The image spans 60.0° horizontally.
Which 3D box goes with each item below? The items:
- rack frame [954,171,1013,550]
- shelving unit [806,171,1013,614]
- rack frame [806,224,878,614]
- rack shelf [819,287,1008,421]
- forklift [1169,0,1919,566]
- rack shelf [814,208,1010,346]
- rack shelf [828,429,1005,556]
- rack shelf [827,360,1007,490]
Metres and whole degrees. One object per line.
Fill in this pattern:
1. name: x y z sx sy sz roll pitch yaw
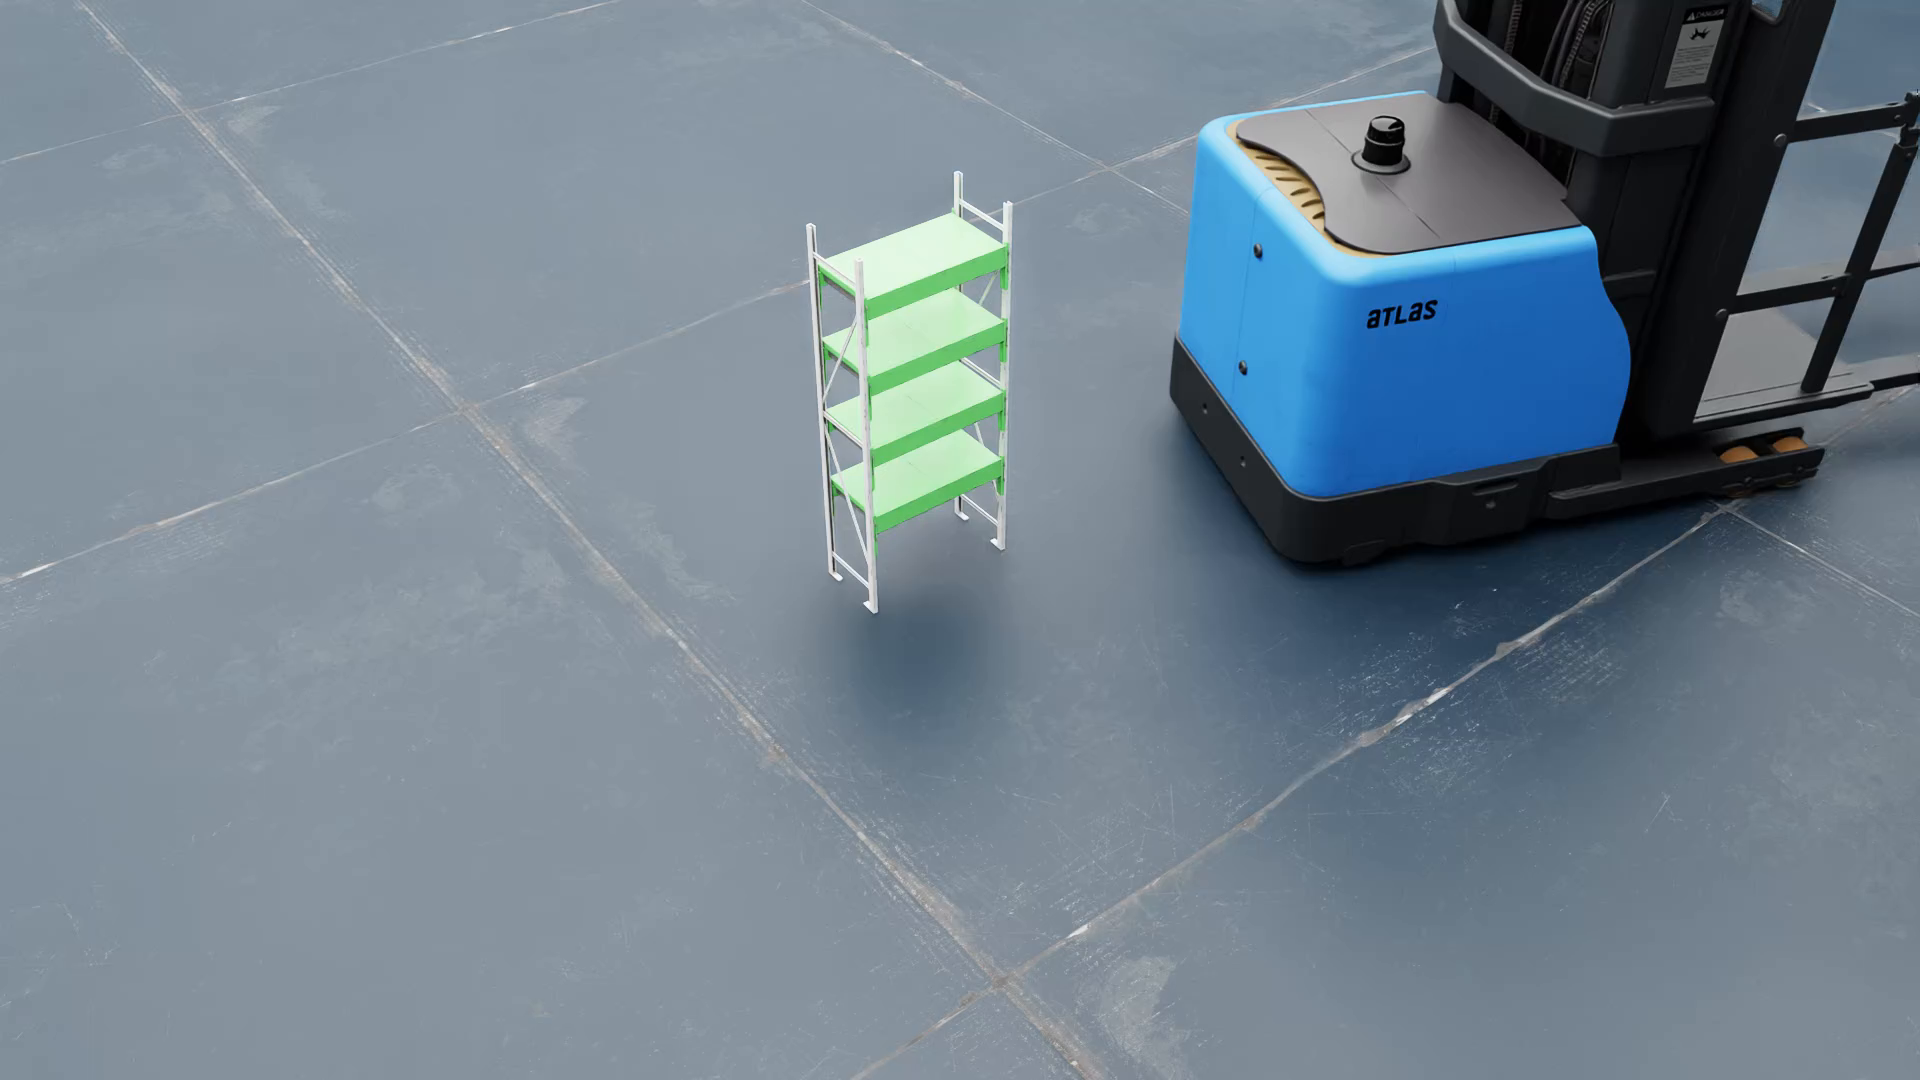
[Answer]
1. rack frame: 0.062 -0.494 4.906 0.015 1.200 0.240 -26 46 -28
2. shelving unit: -0.131 -0.400 4.791 0.503 1.200 0.258 -26 46 -28
3. rack frame: -0.325 -0.306 4.677 0.015 1.200 0.240 -26 46 -28
4. rack shelf: -0.131 -0.536 4.680 0.480 0.148 0.258 -26 46 -28
5. forklift: 2.299 -1.582 4.868 3.031 2.935 1.130 -11 41 -13
6. rack shelf: -0.131 -0.722 4.528 0.480 0.148 0.258 -26 46 -28
7. rack shelf: -0.131 -0.165 4.984 0.480 0.148 0.258 -26 46 -28
8. rack shelf: -0.131 -0.351 4.832 0.480 0.148 0.258 -26 46 -28
